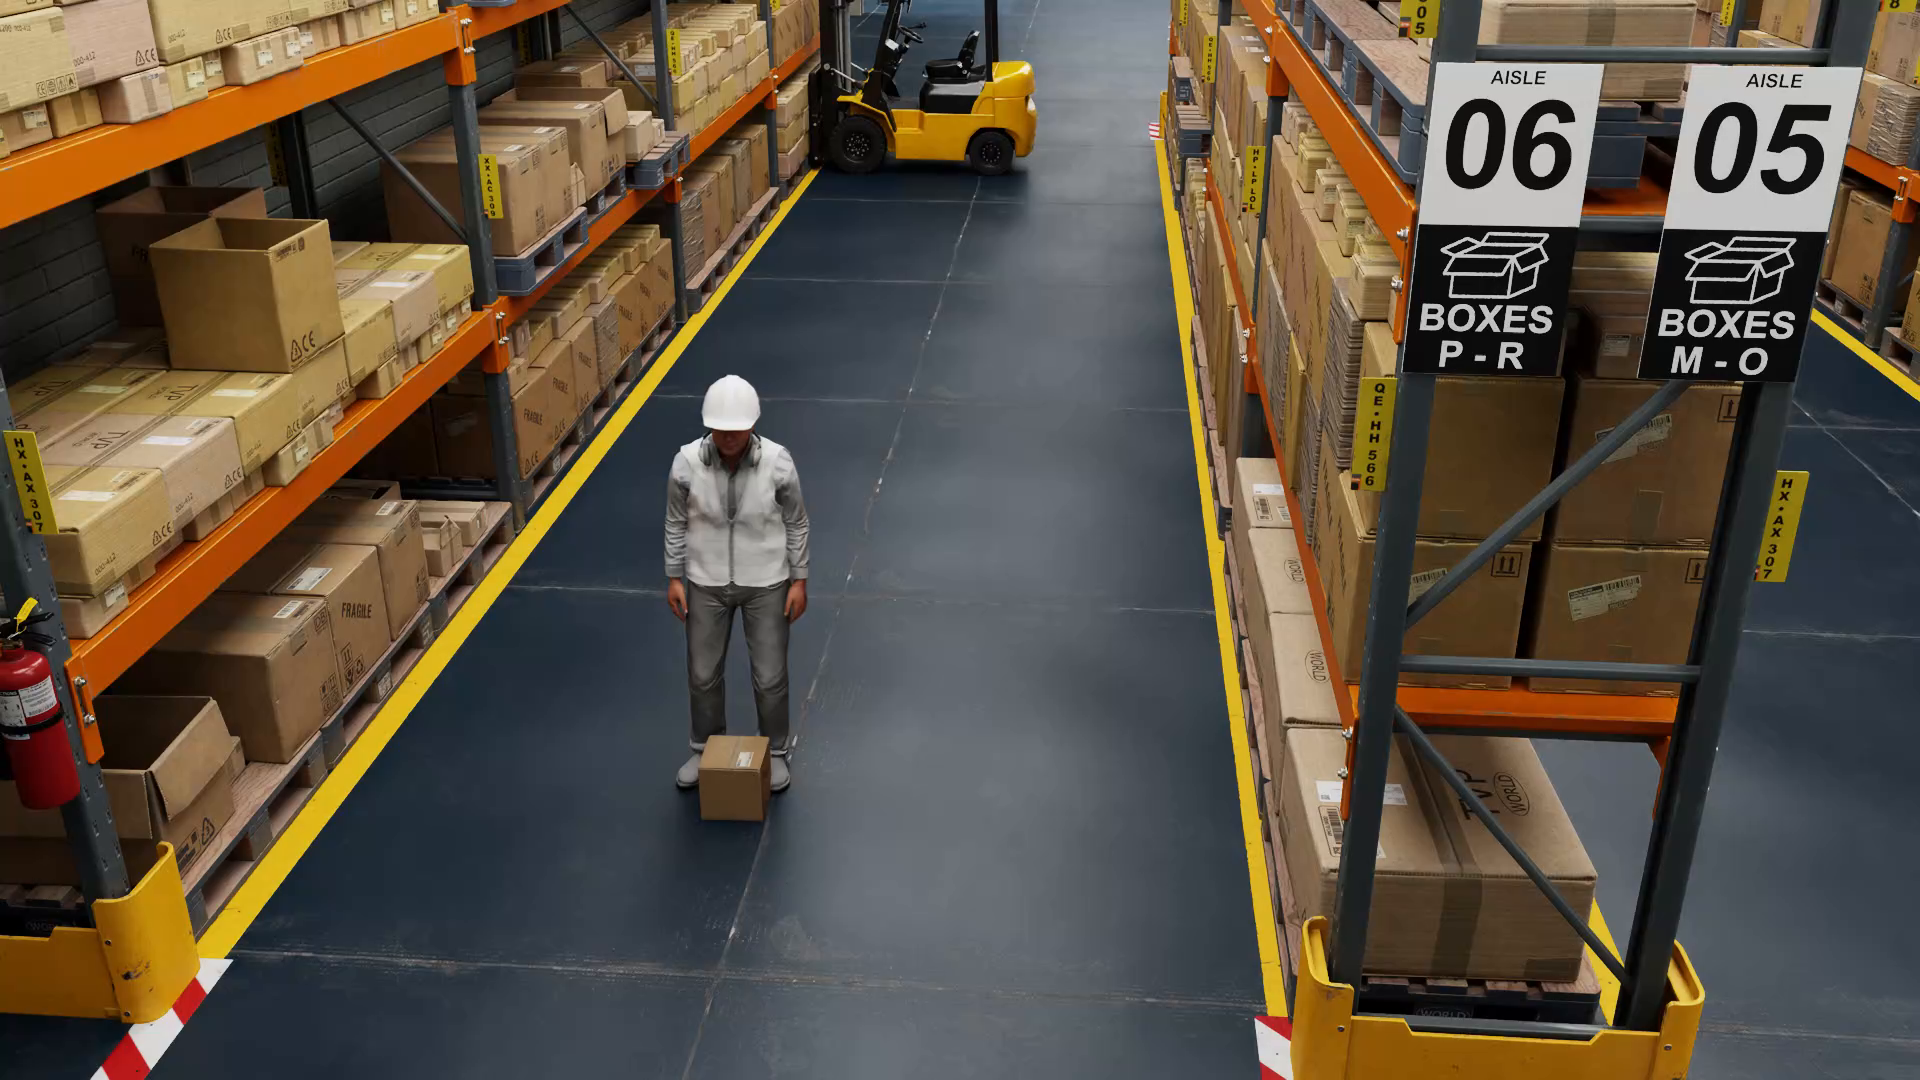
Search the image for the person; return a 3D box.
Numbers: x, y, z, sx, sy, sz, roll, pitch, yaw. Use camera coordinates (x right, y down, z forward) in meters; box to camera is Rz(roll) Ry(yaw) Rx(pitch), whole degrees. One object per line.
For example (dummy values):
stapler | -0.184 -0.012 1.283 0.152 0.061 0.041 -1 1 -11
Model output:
person | -0.895 0.169 6.700 0.586 1.770 0.463 0 24 1
